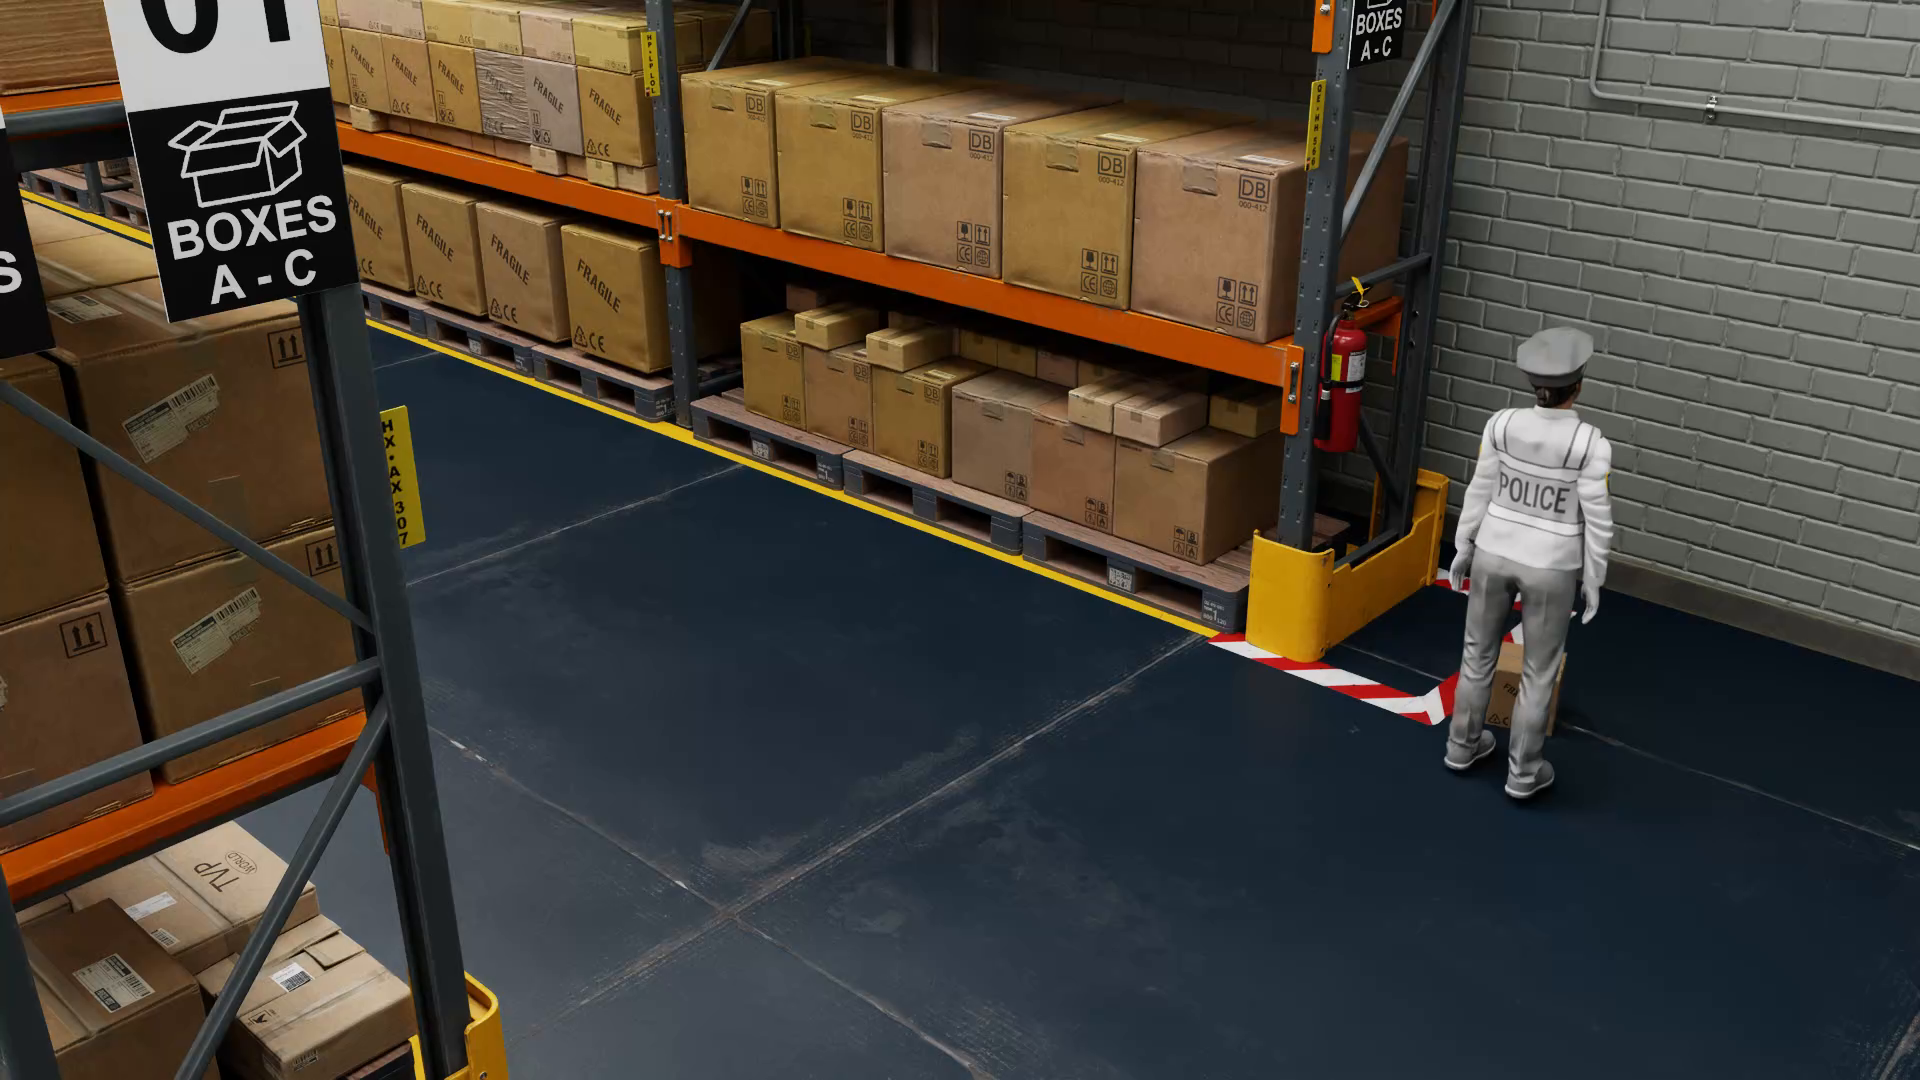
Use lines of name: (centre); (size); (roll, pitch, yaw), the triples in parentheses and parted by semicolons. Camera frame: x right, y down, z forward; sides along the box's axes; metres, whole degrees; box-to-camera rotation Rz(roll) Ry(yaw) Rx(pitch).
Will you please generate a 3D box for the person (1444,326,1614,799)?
person: (1.991, 0.088, 5.820); (0.534, 1.695, 0.355); (15, 28, 31)
